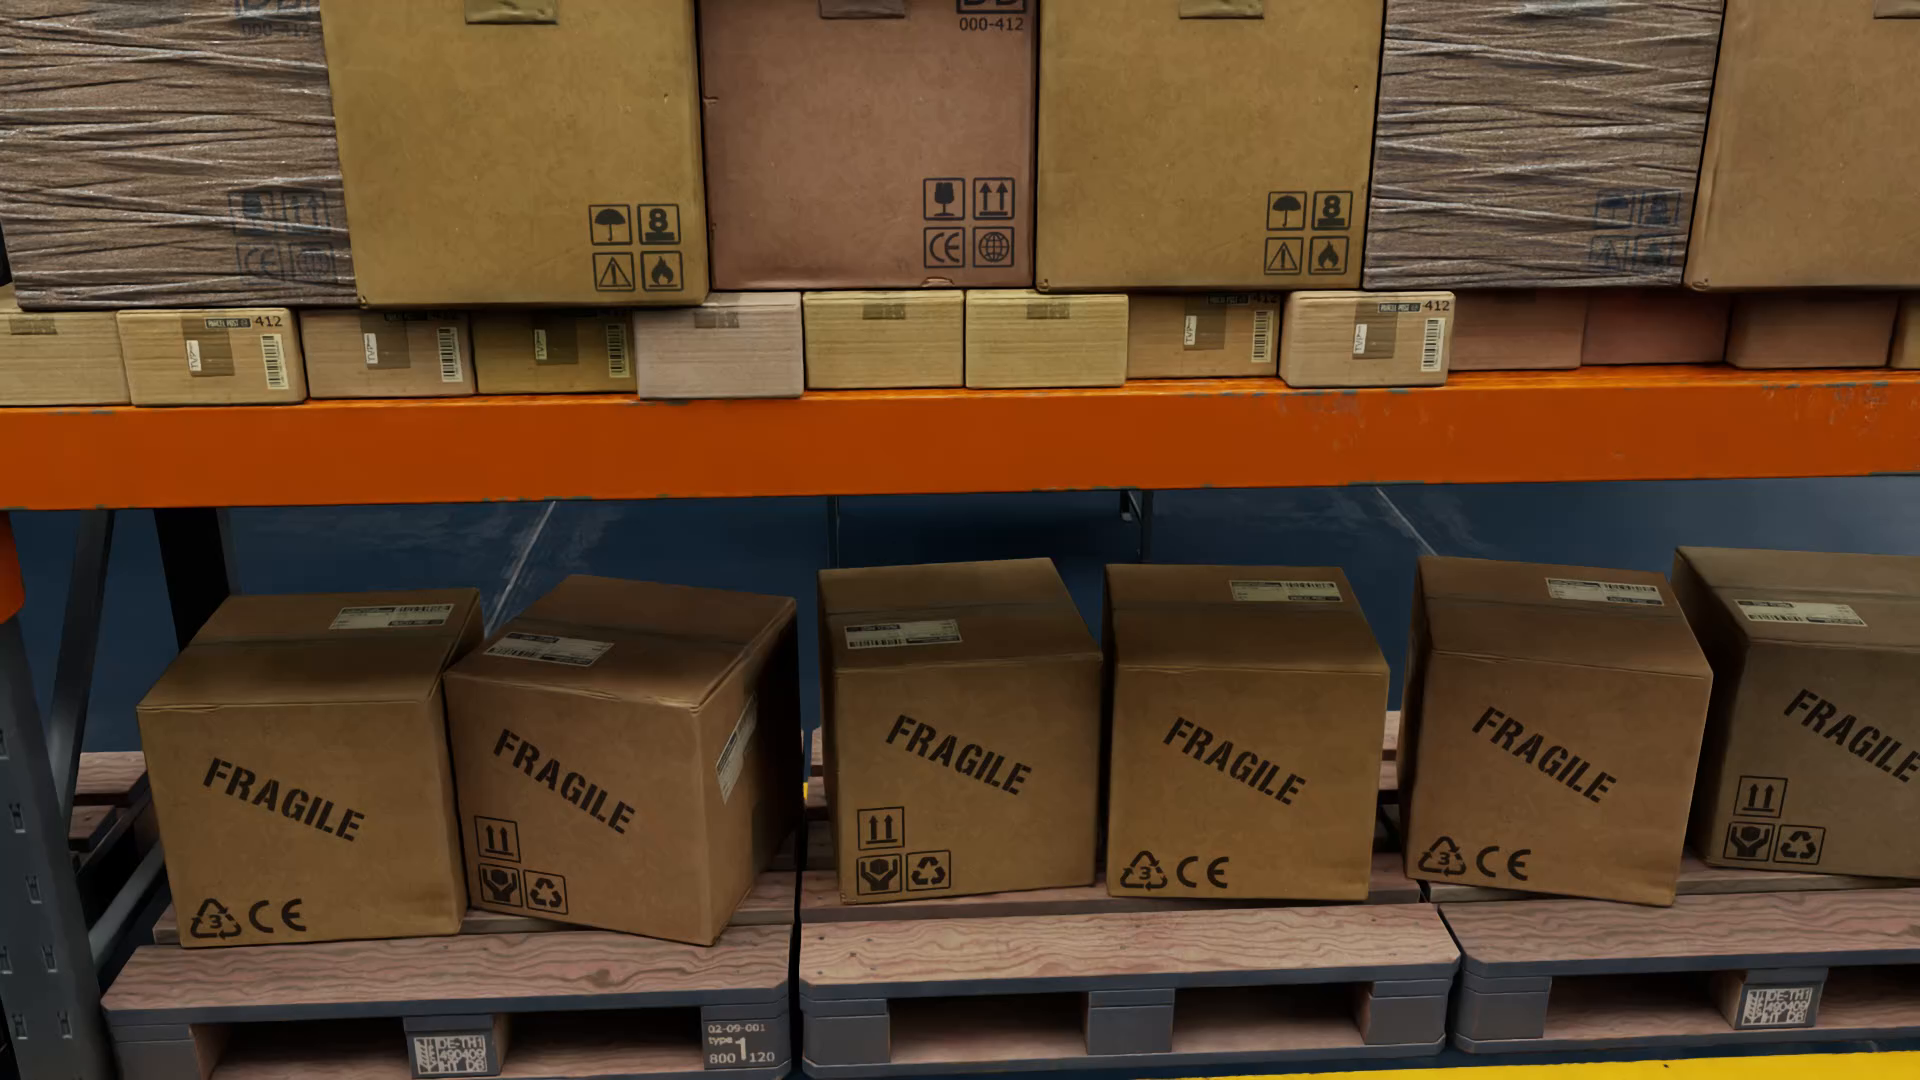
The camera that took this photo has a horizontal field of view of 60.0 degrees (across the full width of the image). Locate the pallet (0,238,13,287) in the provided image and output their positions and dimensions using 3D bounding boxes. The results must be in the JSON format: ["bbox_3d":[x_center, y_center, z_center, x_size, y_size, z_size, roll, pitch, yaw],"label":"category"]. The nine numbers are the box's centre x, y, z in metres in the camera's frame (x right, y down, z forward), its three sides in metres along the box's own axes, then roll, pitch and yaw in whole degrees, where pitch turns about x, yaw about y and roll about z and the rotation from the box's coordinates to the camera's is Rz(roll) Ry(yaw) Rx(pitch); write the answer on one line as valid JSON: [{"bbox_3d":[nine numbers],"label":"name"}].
[{"bbox_3d":[-2.376,-0.501,2.991,1.213,0.211,1.003,-1,21,-3],"label":"pallet"}]

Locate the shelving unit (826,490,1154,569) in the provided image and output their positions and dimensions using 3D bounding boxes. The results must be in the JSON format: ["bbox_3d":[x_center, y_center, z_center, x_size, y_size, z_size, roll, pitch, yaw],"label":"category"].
[{"bbox_3d":[0.085,-0.703,5.359,1.048,1.500,0.538,-1,21,-3],"label":"shelving unit"}]

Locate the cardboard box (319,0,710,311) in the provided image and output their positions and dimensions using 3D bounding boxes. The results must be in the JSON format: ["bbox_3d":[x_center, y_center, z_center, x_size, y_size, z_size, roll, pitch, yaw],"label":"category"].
[{"bbox_3d":[-0.651,-0.725,2.751,0.500,0.500,0.875,-1,21,-3],"label":"cardboard box"}]

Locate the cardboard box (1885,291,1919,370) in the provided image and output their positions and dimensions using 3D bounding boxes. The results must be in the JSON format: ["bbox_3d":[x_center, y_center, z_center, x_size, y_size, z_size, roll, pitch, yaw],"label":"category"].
[{"bbox_3d":[1.619,-0.411,2.838,0.250,0.149,0.380,-1,21,-3],"label":"cardboard box"}]

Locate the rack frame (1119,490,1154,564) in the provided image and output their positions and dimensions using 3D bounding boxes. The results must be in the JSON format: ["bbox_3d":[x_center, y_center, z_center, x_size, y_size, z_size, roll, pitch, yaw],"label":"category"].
[{"bbox_3d":[0.593,-0.713,5.386,0.032,1.500,0.500,-1,21,-3],"label":"rack frame"}]

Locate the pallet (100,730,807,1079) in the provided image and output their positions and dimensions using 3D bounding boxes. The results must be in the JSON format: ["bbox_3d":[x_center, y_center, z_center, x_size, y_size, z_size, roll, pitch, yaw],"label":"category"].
[{"bbox_3d":[-0.937,0.723,3.427,1.213,0.211,1.003,-1,21,-3],"label":"pallet"}]

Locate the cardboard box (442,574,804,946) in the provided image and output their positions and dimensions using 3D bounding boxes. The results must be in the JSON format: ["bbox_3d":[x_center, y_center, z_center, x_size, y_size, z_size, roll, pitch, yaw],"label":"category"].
[{"bbox_3d":[-0.632,0.409,3.253,0.500,0.500,0.500,5,22,14],"label":"cardboard box"}]

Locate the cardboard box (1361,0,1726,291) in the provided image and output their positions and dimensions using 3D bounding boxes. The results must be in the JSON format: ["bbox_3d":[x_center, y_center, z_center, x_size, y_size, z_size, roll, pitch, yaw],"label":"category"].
[{"bbox_3d":[0.844,-0.772,2.876,0.500,0.500,0.875,-1,21,-3],"label":"cardboard box"}]

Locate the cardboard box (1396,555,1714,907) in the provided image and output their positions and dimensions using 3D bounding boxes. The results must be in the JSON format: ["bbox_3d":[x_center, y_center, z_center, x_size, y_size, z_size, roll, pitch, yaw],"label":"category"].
[{"bbox_3d":[1.169,0.367,3.364,0.500,0.500,0.500,4,21,11],"label":"cardboard box"}]

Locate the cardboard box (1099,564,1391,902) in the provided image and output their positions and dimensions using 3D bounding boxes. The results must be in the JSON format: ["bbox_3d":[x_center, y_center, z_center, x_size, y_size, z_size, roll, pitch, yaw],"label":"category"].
[{"bbox_3d":[0.543,0.373,3.348,0.500,0.500,0.500,1,21,2],"label":"cardboard box"}]

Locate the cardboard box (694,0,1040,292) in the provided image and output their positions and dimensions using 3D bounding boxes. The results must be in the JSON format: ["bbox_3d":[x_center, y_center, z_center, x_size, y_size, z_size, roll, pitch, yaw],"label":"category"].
[{"bbox_3d":[-0.158,-0.771,2.872,0.500,0.500,0.875,-1,21,-3],"label":"cardboard box"}]

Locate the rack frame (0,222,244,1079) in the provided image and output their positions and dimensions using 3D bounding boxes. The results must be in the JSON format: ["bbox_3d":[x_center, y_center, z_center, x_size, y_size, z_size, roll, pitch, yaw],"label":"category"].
[{"bbox_3d":[-1.605,-0.554,2.862,0.127,3.000,1.000,-1,21,-3],"label":"rack frame"}]

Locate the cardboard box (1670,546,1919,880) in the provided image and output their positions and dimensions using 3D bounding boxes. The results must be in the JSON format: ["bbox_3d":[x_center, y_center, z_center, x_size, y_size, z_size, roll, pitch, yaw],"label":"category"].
[{"bbox_3d":[1.764,0.343,3.427,0.500,0.500,0.500,3,21,7],"label":"cardboard box"}]

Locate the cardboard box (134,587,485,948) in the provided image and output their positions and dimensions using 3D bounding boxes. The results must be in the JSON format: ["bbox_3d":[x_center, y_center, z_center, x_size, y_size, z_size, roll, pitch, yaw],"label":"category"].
[{"bbox_3d":[-1.204,0.424,3.216,0.500,0.500,0.500,-2,21,-5],"label":"cardboard box"}]

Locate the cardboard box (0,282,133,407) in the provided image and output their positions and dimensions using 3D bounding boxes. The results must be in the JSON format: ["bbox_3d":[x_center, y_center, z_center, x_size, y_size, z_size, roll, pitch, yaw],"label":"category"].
[{"bbox_3d":[-1.373,-0.335,2.637,0.250,0.149,0.380,-1,21,-3],"label":"cardboard box"}]

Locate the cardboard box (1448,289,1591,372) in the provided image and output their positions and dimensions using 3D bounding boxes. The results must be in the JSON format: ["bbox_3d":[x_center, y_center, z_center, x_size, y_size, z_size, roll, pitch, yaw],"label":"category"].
[{"bbox_3d":[0.869,-0.408,2.830,0.250,0.149,0.380,-1,21,-3],"label":"cardboard box"}]

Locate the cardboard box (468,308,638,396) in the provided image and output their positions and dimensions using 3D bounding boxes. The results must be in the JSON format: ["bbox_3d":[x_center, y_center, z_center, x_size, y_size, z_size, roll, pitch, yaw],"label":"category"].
[{"bbox_3d":[-0.626,-0.358,2.700,0.250,0.149,0.380,-1,21,-3],"label":"cardboard box"}]

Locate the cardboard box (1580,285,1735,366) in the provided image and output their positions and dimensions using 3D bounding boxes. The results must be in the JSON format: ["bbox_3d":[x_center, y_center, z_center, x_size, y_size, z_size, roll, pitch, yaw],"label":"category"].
[{"bbox_3d":[1.117,-0.421,2.864,0.250,0.149,0.380,-1,21,-3],"label":"cardboard box"}]

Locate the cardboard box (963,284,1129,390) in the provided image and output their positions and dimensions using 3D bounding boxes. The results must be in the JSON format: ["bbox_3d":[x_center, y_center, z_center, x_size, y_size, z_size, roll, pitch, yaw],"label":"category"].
[{"bbox_3d":[0.123,-0.370,2.730,0.250,0.149,0.380,-1,21,-3],"label":"cardboard box"}]

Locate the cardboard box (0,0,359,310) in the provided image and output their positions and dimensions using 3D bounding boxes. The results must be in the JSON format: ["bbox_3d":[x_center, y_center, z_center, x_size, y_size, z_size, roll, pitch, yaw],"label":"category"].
[{"bbox_3d":[-1.152,-0.727,2.757,0.500,0.500,0.875,-1,21,-3],"label":"cardboard box"}]

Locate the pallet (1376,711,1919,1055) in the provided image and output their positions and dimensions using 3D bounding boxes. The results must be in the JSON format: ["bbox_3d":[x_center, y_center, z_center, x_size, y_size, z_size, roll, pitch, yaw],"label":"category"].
[{"bbox_3d":[1.499,0.673,3.557,1.213,0.211,1.003,-1,21,-3],"label":"pallet"}]

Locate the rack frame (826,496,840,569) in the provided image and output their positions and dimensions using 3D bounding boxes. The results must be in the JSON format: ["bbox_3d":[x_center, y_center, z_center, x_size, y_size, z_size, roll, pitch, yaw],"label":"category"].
[{"bbox_3d":[-0.422,-0.692,5.332,0.032,1.500,0.500,-1,21,-3],"label":"rack frame"}]

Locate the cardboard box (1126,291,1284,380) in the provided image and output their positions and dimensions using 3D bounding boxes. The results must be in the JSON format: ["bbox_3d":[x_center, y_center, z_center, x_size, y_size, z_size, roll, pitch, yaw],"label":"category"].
[{"bbox_3d":[0.370,-0.391,2.785,0.250,0.149,0.380,-1,21,-3],"label":"cardboard box"}]

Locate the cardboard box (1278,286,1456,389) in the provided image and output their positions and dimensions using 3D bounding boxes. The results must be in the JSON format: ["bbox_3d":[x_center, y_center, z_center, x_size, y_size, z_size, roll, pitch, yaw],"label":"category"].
[{"bbox_3d":[0.624,-0.371,2.734,0.250,0.149,0.380,-1,21,-3],"label":"cardboard box"}]

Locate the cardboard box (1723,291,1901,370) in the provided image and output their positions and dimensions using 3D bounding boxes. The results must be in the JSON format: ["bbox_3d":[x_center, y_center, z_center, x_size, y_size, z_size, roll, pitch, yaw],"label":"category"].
[{"bbox_3d":[1.369,-0.411,2.839,0.250,0.149,0.380,-1,21,-3],"label":"cardboard box"}]

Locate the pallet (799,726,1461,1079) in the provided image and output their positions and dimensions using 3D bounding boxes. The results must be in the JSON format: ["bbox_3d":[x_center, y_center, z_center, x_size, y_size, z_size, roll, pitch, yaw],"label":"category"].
[{"bbox_3d":[0.284,0.697,3.495,1.213,0.211,1.003,-1,21,-3],"label":"pallet"}]

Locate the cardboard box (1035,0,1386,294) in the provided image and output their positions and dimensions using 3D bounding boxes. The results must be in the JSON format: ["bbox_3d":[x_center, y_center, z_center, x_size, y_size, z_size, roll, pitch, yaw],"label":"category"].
[{"bbox_3d":[0.344,-0.766,2.860,0.500,0.500,0.875,-1,21,-3],"label":"cardboard box"}]

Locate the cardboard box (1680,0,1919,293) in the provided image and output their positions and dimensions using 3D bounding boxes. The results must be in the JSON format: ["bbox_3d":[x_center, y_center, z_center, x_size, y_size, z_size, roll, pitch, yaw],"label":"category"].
[{"bbox_3d":[1.345,-0.767,2.862,0.500,0.500,0.875,-1,21,-3],"label":"cardboard box"}]

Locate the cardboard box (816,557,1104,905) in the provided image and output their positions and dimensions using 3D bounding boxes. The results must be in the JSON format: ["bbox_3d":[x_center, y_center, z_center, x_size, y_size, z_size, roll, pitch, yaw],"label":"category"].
[{"bbox_3d":[-0.017,0.369,3.360,0.500,0.500,0.500,-3,21,-8],"label":"cardboard box"}]

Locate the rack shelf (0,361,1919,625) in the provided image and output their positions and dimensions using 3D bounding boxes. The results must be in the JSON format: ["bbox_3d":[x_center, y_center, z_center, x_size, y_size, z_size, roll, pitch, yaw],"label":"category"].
[{"bbox_3d":[0.392,-0.259,3.096,4.000,0.370,1.077,-1,21,-3],"label":"rack shelf"}]

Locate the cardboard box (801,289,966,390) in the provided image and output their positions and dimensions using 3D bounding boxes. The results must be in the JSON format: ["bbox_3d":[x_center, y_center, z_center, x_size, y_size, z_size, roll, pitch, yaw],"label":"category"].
[{"bbox_3d":[-0.127,-0.369,2.727,0.250,0.149,0.380,-1,21,-3],"label":"cardboard box"}]

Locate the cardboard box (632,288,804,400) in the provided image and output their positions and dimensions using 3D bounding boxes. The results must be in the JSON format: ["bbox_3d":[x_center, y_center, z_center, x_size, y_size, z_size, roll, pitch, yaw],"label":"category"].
[{"bbox_3d":[-0.374,-0.349,2.675,0.250,0.149,0.380,-1,21,-3],"label":"cardboard box"}]

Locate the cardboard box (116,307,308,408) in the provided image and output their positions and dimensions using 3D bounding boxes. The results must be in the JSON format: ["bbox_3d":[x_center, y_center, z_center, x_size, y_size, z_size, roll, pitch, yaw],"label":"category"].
[{"bbox_3d":[-1.123,-0.335,2.638,0.250,0.149,0.380,-1,21,-3],"label":"cardboard box"}]

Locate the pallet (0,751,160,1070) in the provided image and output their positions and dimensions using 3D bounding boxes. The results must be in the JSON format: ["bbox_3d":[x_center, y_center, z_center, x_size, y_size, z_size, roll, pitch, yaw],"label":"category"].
[{"bbox_3d":[-2.382,0.765,3.315,1.213,0.211,1.003,-1,21,-3],"label":"pallet"}]

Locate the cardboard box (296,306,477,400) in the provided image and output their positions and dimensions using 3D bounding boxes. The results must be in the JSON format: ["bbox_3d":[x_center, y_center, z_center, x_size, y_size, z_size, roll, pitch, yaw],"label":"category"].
[{"bbox_3d":[-0.875,-0.350,2.678,0.250,0.149,0.380,-1,21,-3],"label":"cardboard box"}]
